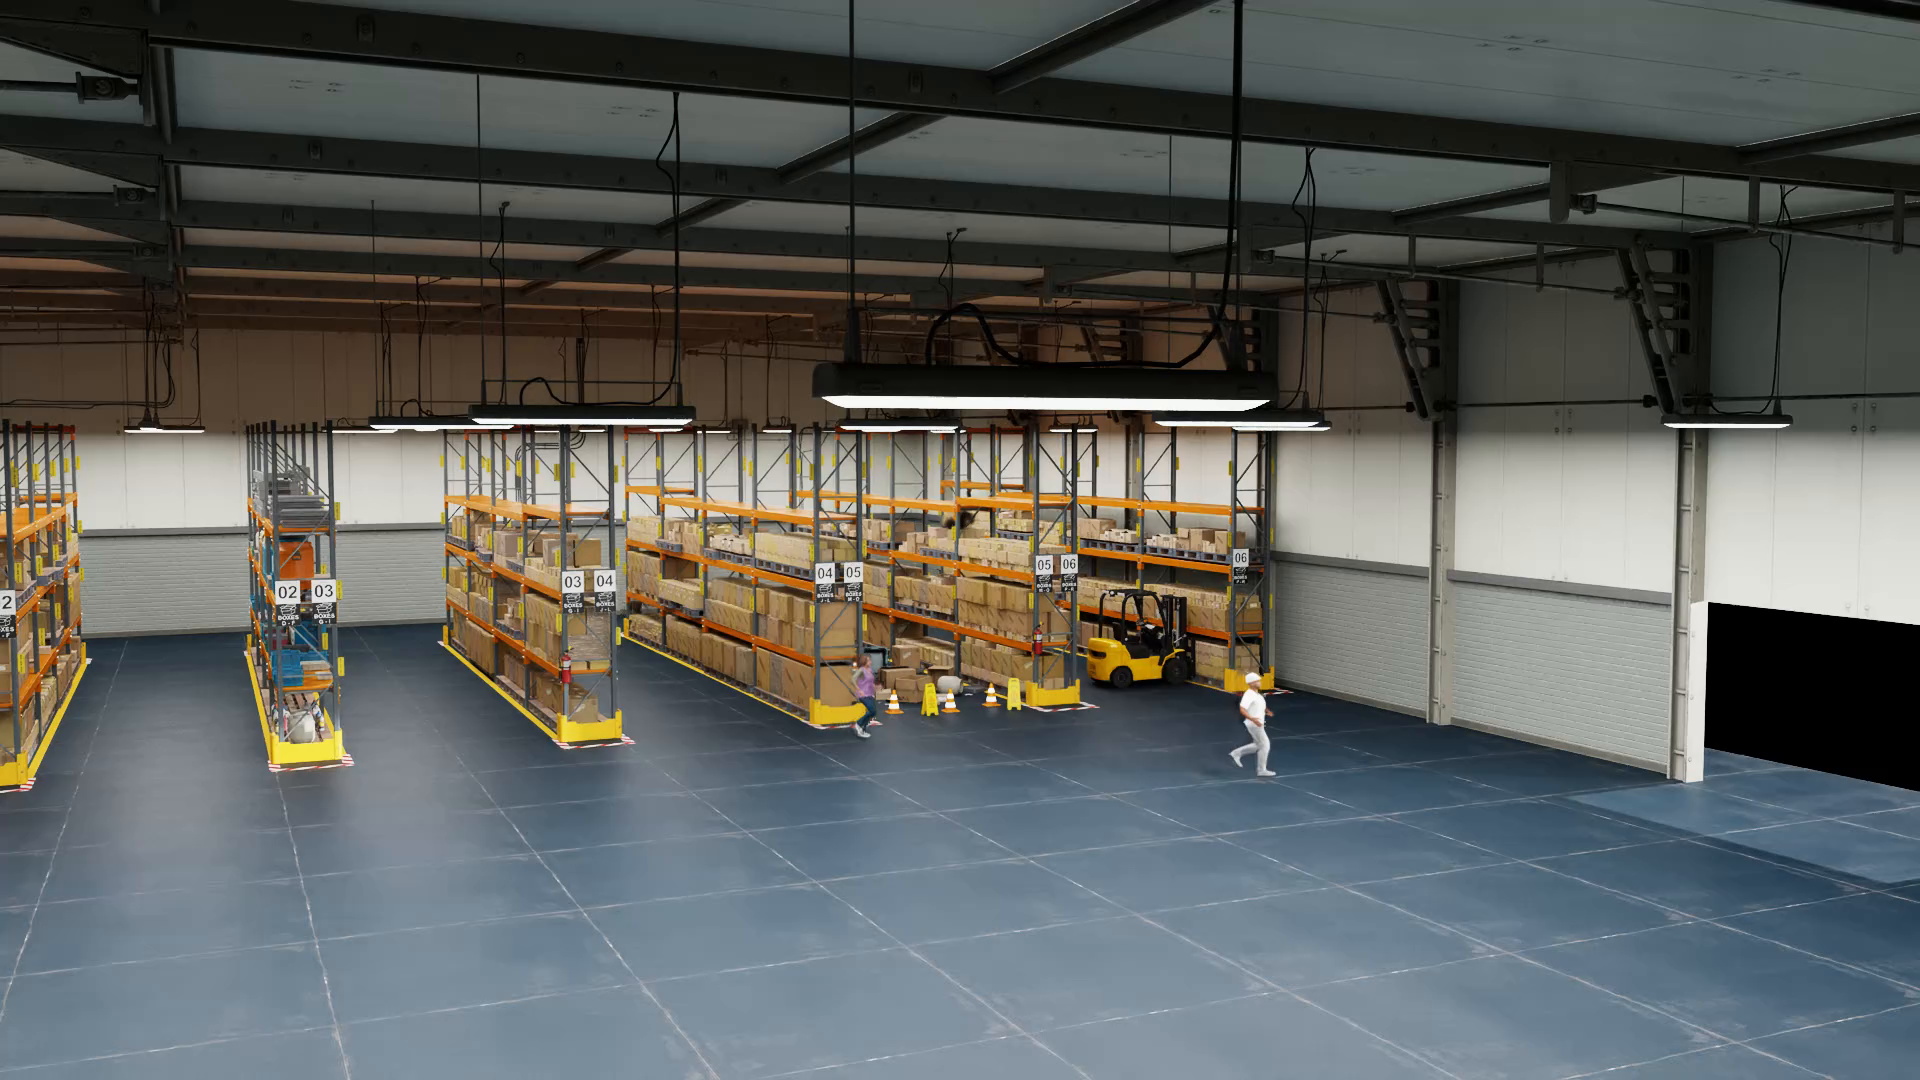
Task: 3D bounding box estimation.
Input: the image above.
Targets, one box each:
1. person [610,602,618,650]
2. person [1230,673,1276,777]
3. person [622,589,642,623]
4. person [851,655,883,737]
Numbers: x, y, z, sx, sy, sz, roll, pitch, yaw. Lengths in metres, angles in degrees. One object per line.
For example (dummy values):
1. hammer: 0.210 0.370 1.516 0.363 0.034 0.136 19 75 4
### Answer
1. person: -9.485 2.090 44.680 0.623 1.708 0.934 -1 4 -22
2. person: 4.935 3.108 28.023 0.795 1.730 0.712 1 4 19
3. person: -9.552 1.800 48.689 0.773 1.800 0.673 -3 5 -42
4. person: -1.742 2.970 31.543 0.516 1.559 0.548 2 4 24
